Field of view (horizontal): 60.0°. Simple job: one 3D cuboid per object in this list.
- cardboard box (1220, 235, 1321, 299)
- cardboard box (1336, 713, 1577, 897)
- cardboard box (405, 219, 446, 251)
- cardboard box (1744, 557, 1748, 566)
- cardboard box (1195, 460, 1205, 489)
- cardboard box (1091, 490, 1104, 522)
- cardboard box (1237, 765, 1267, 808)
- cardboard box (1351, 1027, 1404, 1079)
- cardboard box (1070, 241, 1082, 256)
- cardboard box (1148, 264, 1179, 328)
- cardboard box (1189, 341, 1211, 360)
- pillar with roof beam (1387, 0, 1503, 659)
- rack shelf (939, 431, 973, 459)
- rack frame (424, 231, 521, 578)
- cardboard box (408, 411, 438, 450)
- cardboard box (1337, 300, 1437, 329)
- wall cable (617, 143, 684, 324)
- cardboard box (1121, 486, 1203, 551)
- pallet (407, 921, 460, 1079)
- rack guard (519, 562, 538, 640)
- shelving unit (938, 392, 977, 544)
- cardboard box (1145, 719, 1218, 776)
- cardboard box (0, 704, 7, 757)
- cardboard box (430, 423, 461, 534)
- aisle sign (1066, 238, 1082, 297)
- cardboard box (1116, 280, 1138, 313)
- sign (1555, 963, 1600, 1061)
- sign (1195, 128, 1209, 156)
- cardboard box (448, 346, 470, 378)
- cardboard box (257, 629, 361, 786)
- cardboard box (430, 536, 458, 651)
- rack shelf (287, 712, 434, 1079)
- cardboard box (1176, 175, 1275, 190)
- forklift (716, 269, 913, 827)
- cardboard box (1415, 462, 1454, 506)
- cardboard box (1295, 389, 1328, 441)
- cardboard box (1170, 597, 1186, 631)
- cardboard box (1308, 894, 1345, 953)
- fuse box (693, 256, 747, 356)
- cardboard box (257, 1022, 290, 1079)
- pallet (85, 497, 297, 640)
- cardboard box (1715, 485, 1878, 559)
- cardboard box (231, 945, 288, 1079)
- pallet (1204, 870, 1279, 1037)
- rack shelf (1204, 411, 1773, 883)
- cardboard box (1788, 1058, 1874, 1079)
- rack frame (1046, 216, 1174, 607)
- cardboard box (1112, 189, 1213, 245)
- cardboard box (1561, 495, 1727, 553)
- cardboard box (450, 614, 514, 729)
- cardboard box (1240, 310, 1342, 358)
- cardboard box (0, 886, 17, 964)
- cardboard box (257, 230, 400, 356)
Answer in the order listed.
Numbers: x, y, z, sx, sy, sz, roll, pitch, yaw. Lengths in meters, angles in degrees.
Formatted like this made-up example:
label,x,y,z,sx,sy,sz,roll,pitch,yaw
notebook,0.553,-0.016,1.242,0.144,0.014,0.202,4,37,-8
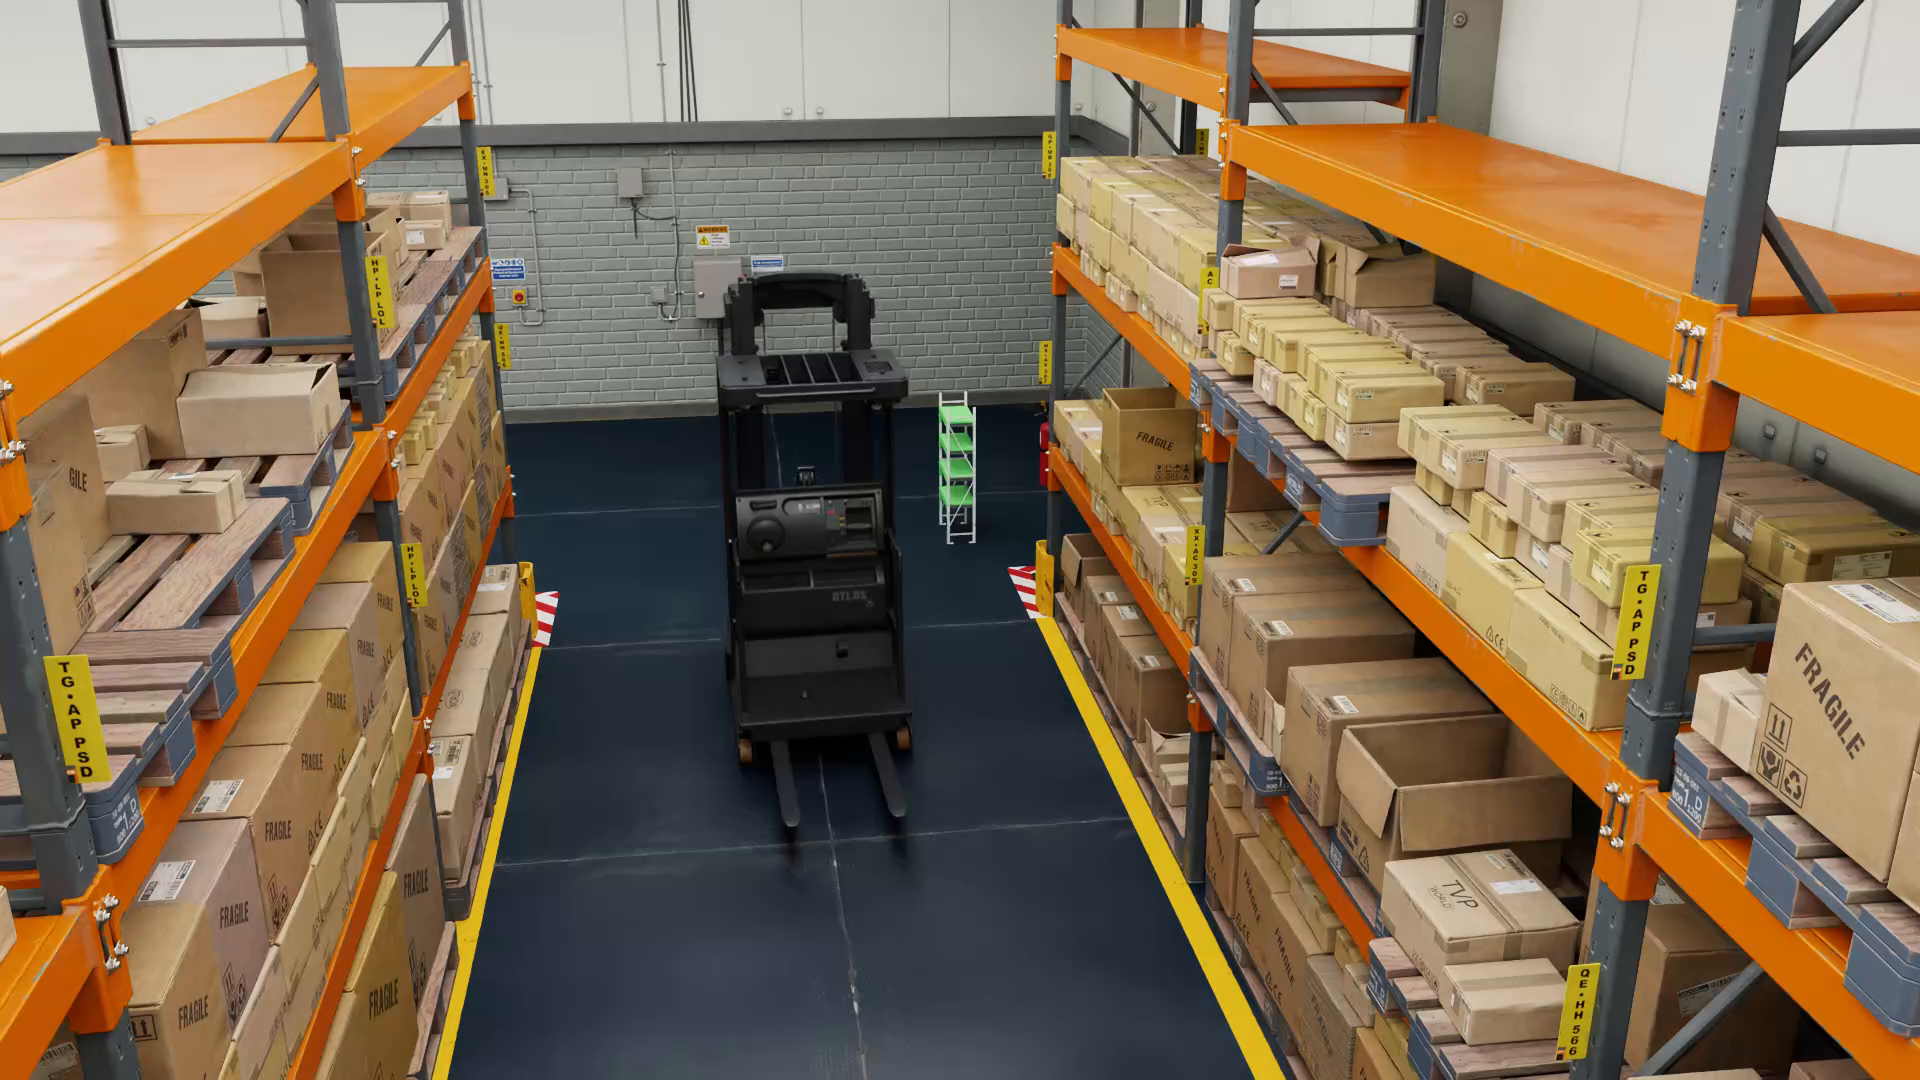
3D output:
label,x,y,z,sx,sy,sz,roll,pitch,yaw
cardboard box,1.445,-1.287,7.762,0.396,0.266,0.258,-3,21,-8
cardboard box,1.905,1.039,6.473,0.797,0.503,0.637,-3,21,-9
cardboard box,-3.447,-1.917,10.464,0.380,0.149,0.250,-5,21,-12
cardboard box,2.488,0.093,5.113,0.380,0.149,0.250,-3,21,-8
cardboard box,1.714,-0.322,10.654,0.500,0.250,0.500,-3,21,-8
cardboard box,1.083,-0.236,10.994,0.380,0.149,0.250,-4,21,-9
cardboard box,1.620,1.211,8.380,0.380,0.149,0.250,-4,21,-10
cardboard box,1.910,2.324,6.753,0.500,0.500,0.500,-2,21,-5
cardboard box,0.986,-2.095,11.685,0.380,0.149,0.250,-2,21,-7
cardboard box,1.344,-1.353,9.128,0.500,0.250,0.500,-4,21,-10
cardboard box,1.403,-0.942,8.597,0.380,0.149,0.250,-3,21,-8
pillar with roof beam,-1.721,-2.425,7.921,9.100,9.000,0.400,-3,21,-8
rack shelf,-0.024,-0.784,14.172,0.258,0.148,0.480,-3,21,-8
rack frame,-3.741,-0.678,11.819,1.000,3.000,0.127,-3,21,-8
cardboard box,-3.069,-0.592,9.088,0.380,0.149,0.250,-4,21,-9
cardboard box,1.965,-1.029,7.663,0.380,0.149,0.250,-3,21,-7
wall cable,-3.175,-3.181,17.067,0.588,1.984,0.122,-3,21,-8
cardboard box,1.287,-0.124,10.124,0.500,0.250,0.500,-3,21,-8
pallet,-2.978,2.277,7.893,1.003,0.211,1.213,-3,21,-8
rack guard,-3.744,0.485,12.278,1.175,0.500,0.348,-3,21,-8
shelving unit,-0.024,-0.619,14.234,0.258,1.200,0.503,-3,21,-8
cardboard box,1.325,1.238,9.997,0.396,0.266,0.258,-2,21,-6
cardboard box,-2.791,0.319,4.115,0.797,0.503,0.637,-4,21,-11
cardboard box,-3.122,-0.339,9.338,0.500,0.500,0.500,-3,21,-7
aisle sign,0.870,-2.156,12.061,0.394,0.787,0.004,-3,21,-8
cardboard box,1.152,-1.473,10.020,0.380,0.149,0.250,-2,21,-7
sign,1.788,1.365,4.806,0.100,0.325,0.005,-3,21,-8
sign,1.723,-2.771,11.869,0.100,0.325,0.005,-3,21,-8
cardboard box,-3.314,-1.122,10.508,0.380,0.149,0.250,-2,21,-7
cardboard box,-2.716,0.689,6.587,0.500,0.500,0.500,-2,21,-6
cardboard box,-3.041,0.310,9.031,0.500,0.500,0.500,-3,21,-7
rack shelf,-2.876,1.736,6.383,1.077,0.370,4.000,-3,21,-8
cardboard box,1.670,-2.140,10.521,0.500,0.250,0.500,-3,21,-7
forklift,-0.911,-0.096,10.358,1.130,2.935,3.031,-4,21,-10
cardboard box,1.875,-0.239,6.001,0.380,0.149,0.250,-2,21,-6
cardboard box,1.574,-0.510,6.699,0.380,0.149,0.250,-2,21,-6
cardboard box,1.392,0.386,9.328,0.380,0.149,0.250,-2,21,-6
cardboard box,1.786,1.712,7.464,0.380,0.149,0.250,-2,21,-6
fuse box,-2.477,-2.081,17.417,0.539,1.711,0.414,-3,21,-8
cardboard box,-2.501,1.803,5.390,0.500,0.250,0.500,-4,21,-9
pallet,-2.897,0.168,5.537,1.003,0.211,1.213,-2,21,-5
cardboard box,2.537,-0.052,5.074,0.380,0.149,0.250,-3,21,-7
cardboard box,-2.490,1.561,5.324,0.500,0.250,0.500,-2,21,-6
pallet,1.902,2.041,8.523,1.003,0.211,1.213,-3,21,-8
rack shelf,2.035,0.079,6.531,1.077,0.370,4.000,-3,21,-8
cardboard box,2.571,1.592,4.671,0.380,0.149,0.250,-2,21,-6
rack frame,1.171,-0.930,12.492,1.000,3.000,0.127,-3,21,-8
cardboard box,1.210,-1.946,10.000,0.500,0.250,0.500,-2,21,-6
cardboard box,2.048,-0.021,4.993,0.380,0.149,0.250,-4,21,-10
cardboard box,-3.406,0.865,10.748,0.875,0.438,0.875,-2,21,-6
cardboard box,1.460,-0.911,7.346,0.380,0.149,0.250,-3,21,-9
cardboard box,-2.334,0.903,3.658,0.380,0.149,0.250,-3,21,-8
cardboard box,-3.041,-1.203,8.051,0.500,0.500,0.500,-3,21,-7
